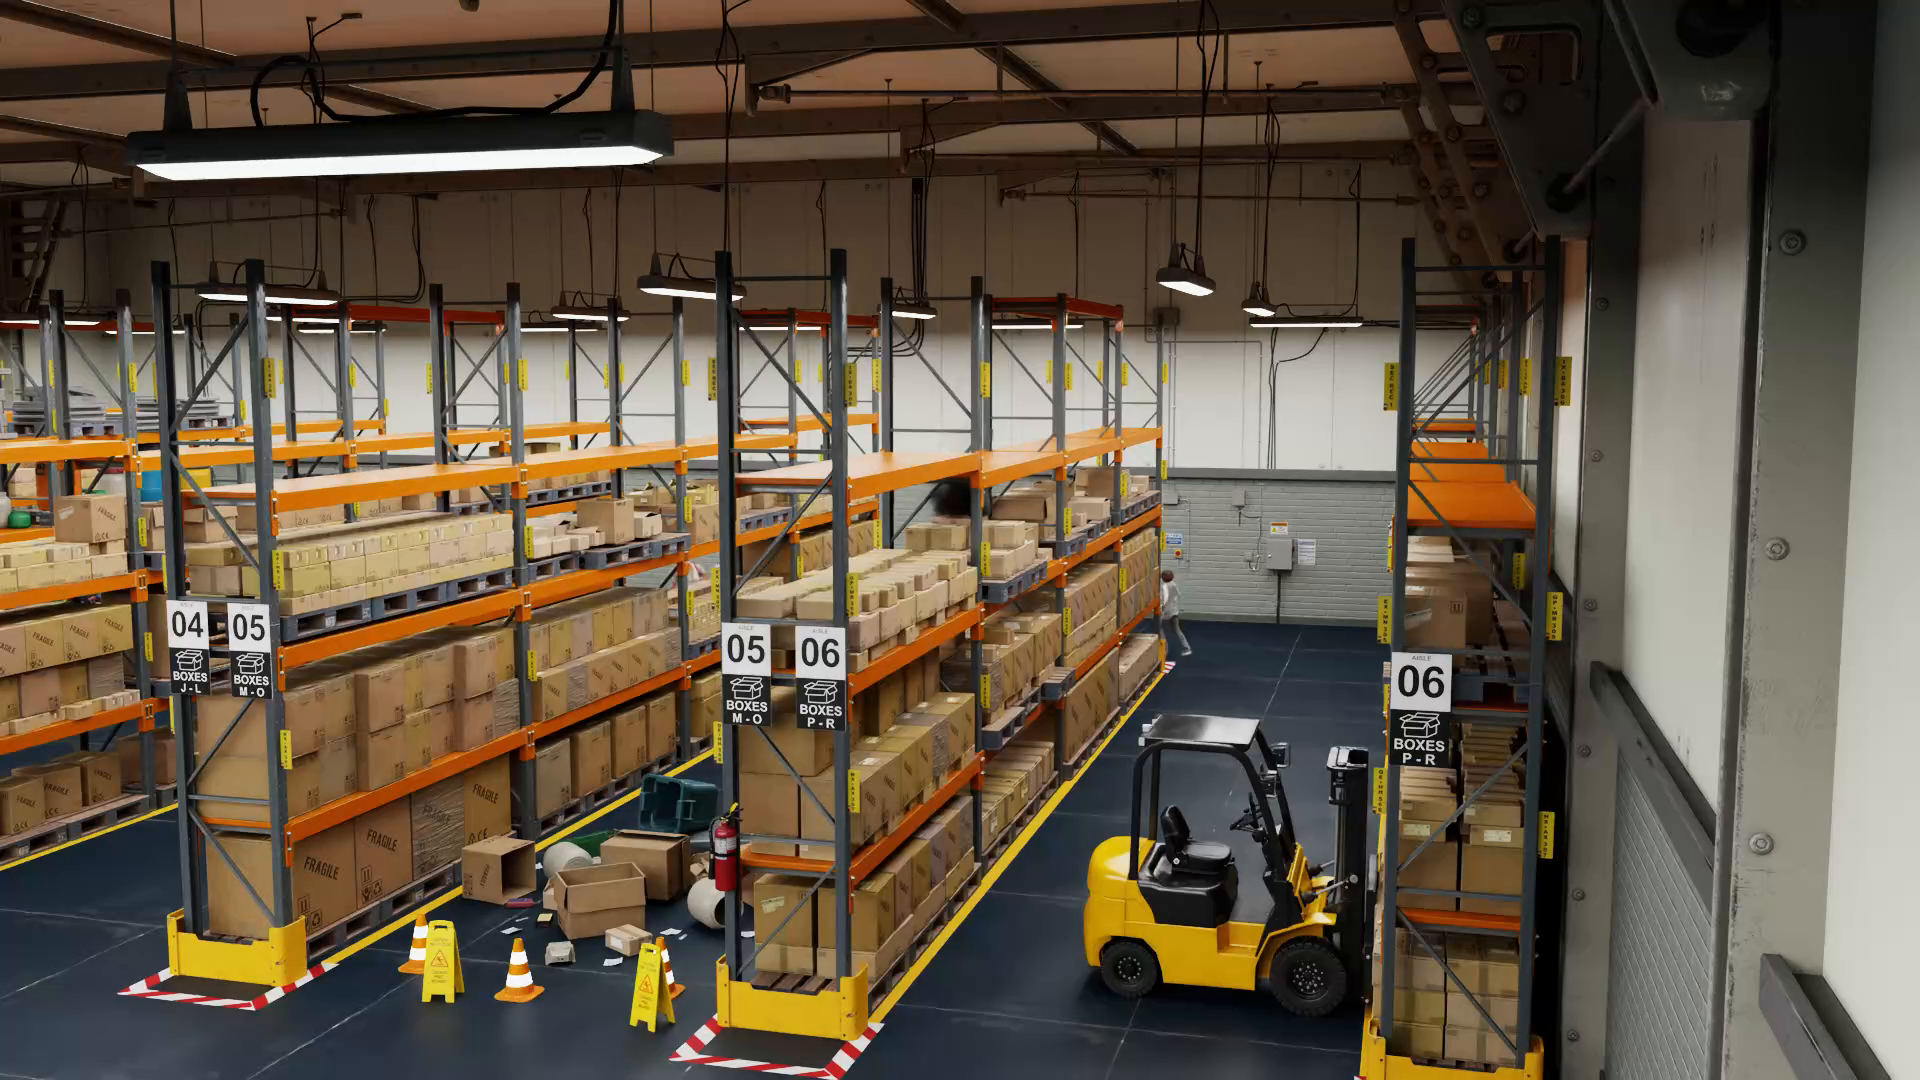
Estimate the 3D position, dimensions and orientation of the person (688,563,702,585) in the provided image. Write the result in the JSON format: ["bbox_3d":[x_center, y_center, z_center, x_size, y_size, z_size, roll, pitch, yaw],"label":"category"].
[{"bbox_3d":[-4.985,1.013,31.054,0.697,1.647,0.660,-4,7,-32],"label":"person"}]

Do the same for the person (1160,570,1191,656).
[{"bbox_3d":[3.656,1.315,29.074,0.610,1.608,0.645,-5,8,-41],"label":"person"}]

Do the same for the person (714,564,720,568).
[{"bbox_3d":[-4.053,1.309,28.156,0.676,1.832,0.715,2,6,18],"label":"person"}]
